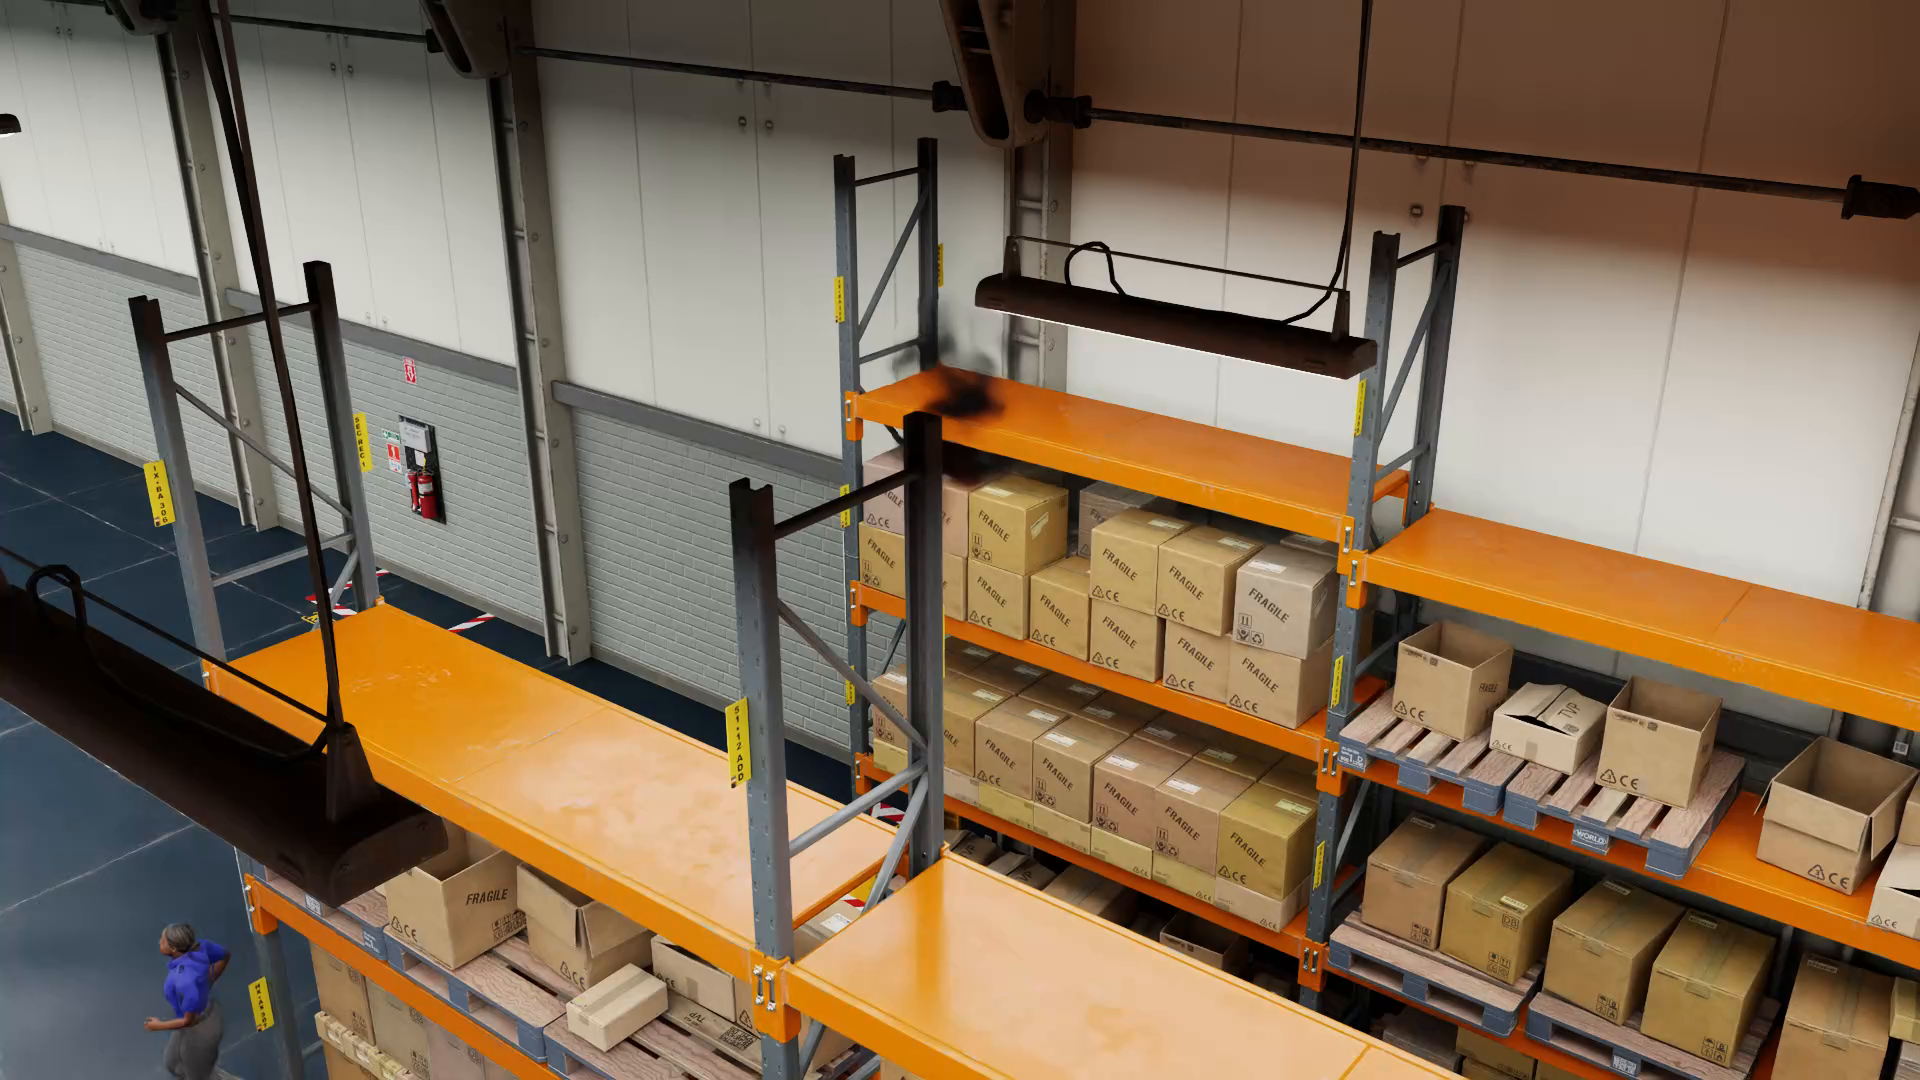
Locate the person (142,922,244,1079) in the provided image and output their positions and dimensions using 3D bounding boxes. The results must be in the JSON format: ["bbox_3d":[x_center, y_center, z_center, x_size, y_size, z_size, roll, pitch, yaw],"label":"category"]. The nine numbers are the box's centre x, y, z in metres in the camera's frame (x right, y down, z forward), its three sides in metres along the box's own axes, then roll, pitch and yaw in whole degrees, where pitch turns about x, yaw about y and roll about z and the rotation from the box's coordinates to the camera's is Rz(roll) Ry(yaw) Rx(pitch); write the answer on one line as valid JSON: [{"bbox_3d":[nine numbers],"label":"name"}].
[{"bbox_3d":[-5.054,3.195,10.944,0.541,1.609,0.595,-6,23,-14],"label":"person"}]
